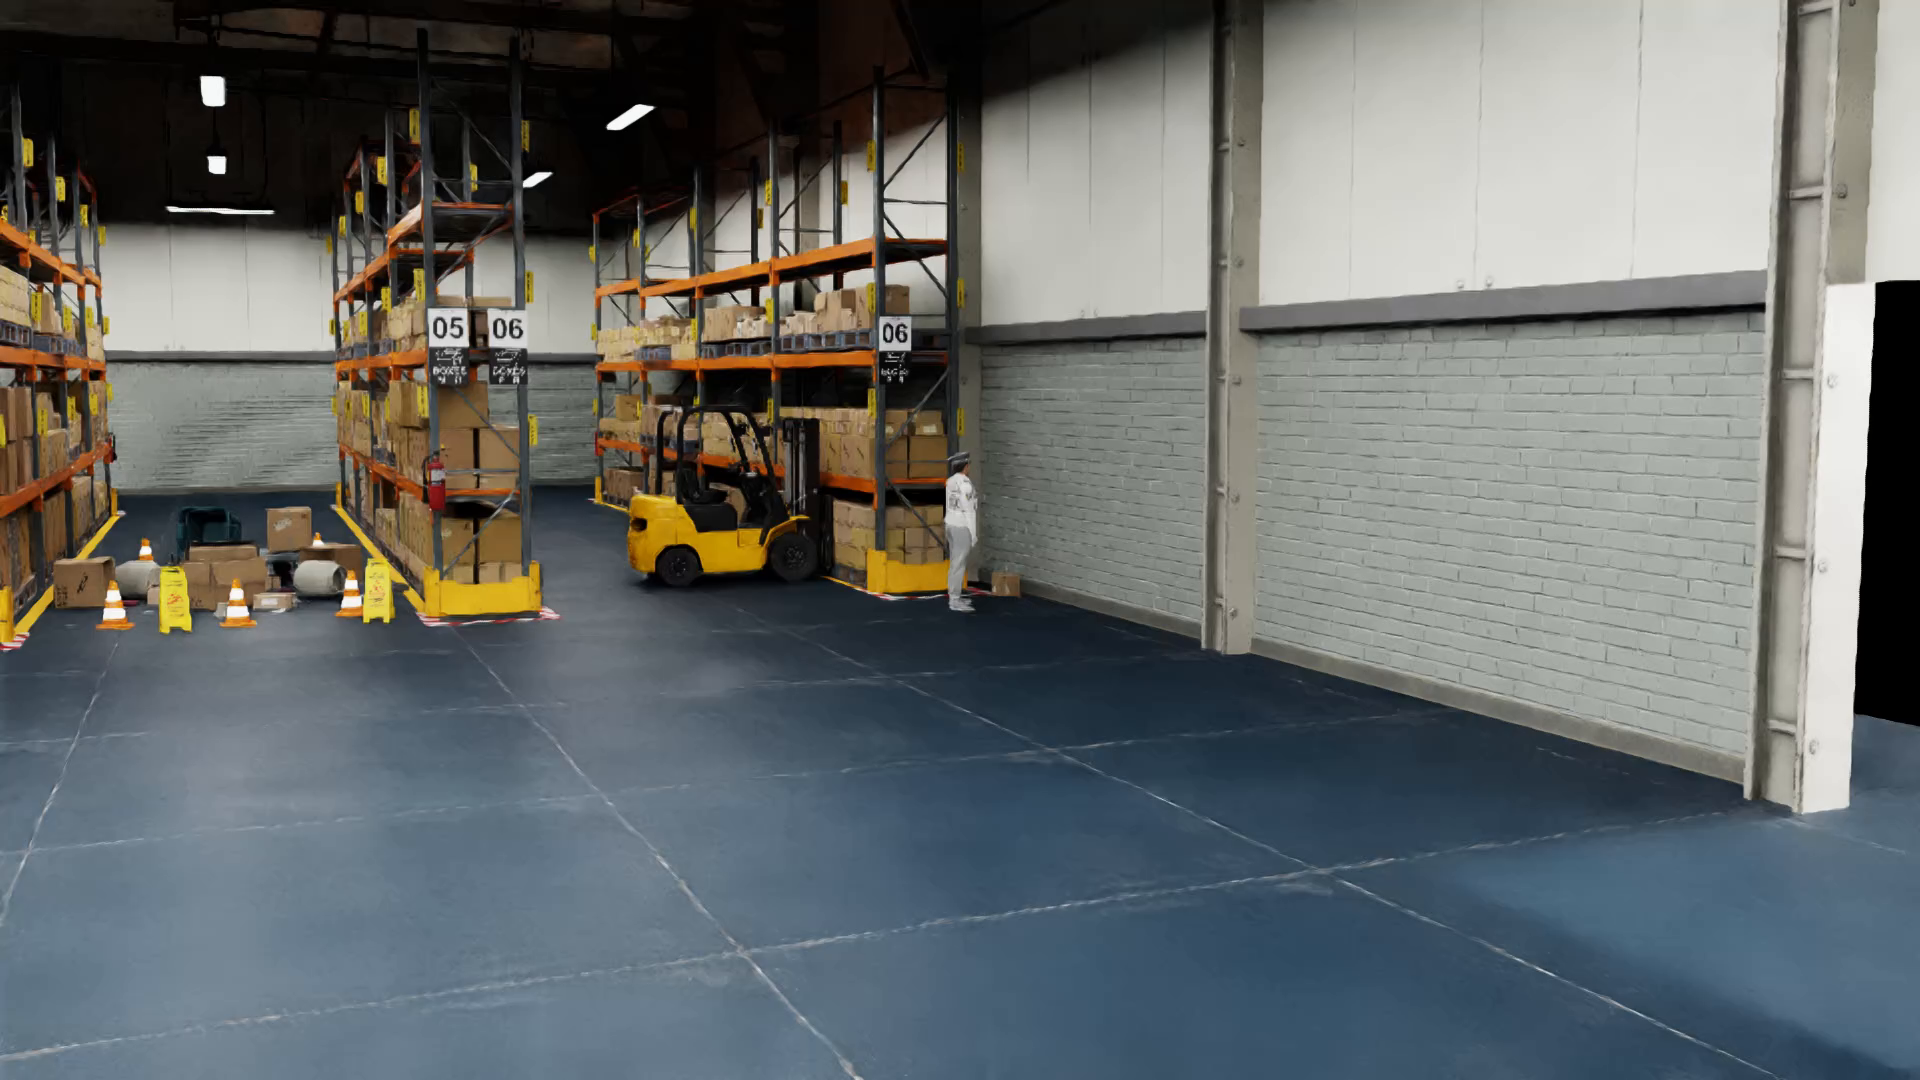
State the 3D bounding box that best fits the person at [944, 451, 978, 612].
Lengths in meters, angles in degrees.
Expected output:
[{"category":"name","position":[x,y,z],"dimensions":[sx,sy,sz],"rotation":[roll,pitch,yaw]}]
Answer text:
[{"category":"person","position":[0.018,-0.105,17.724],"dimensions":[0.389,1.684,0.597],"rotation":[-2,6,-23]}]
